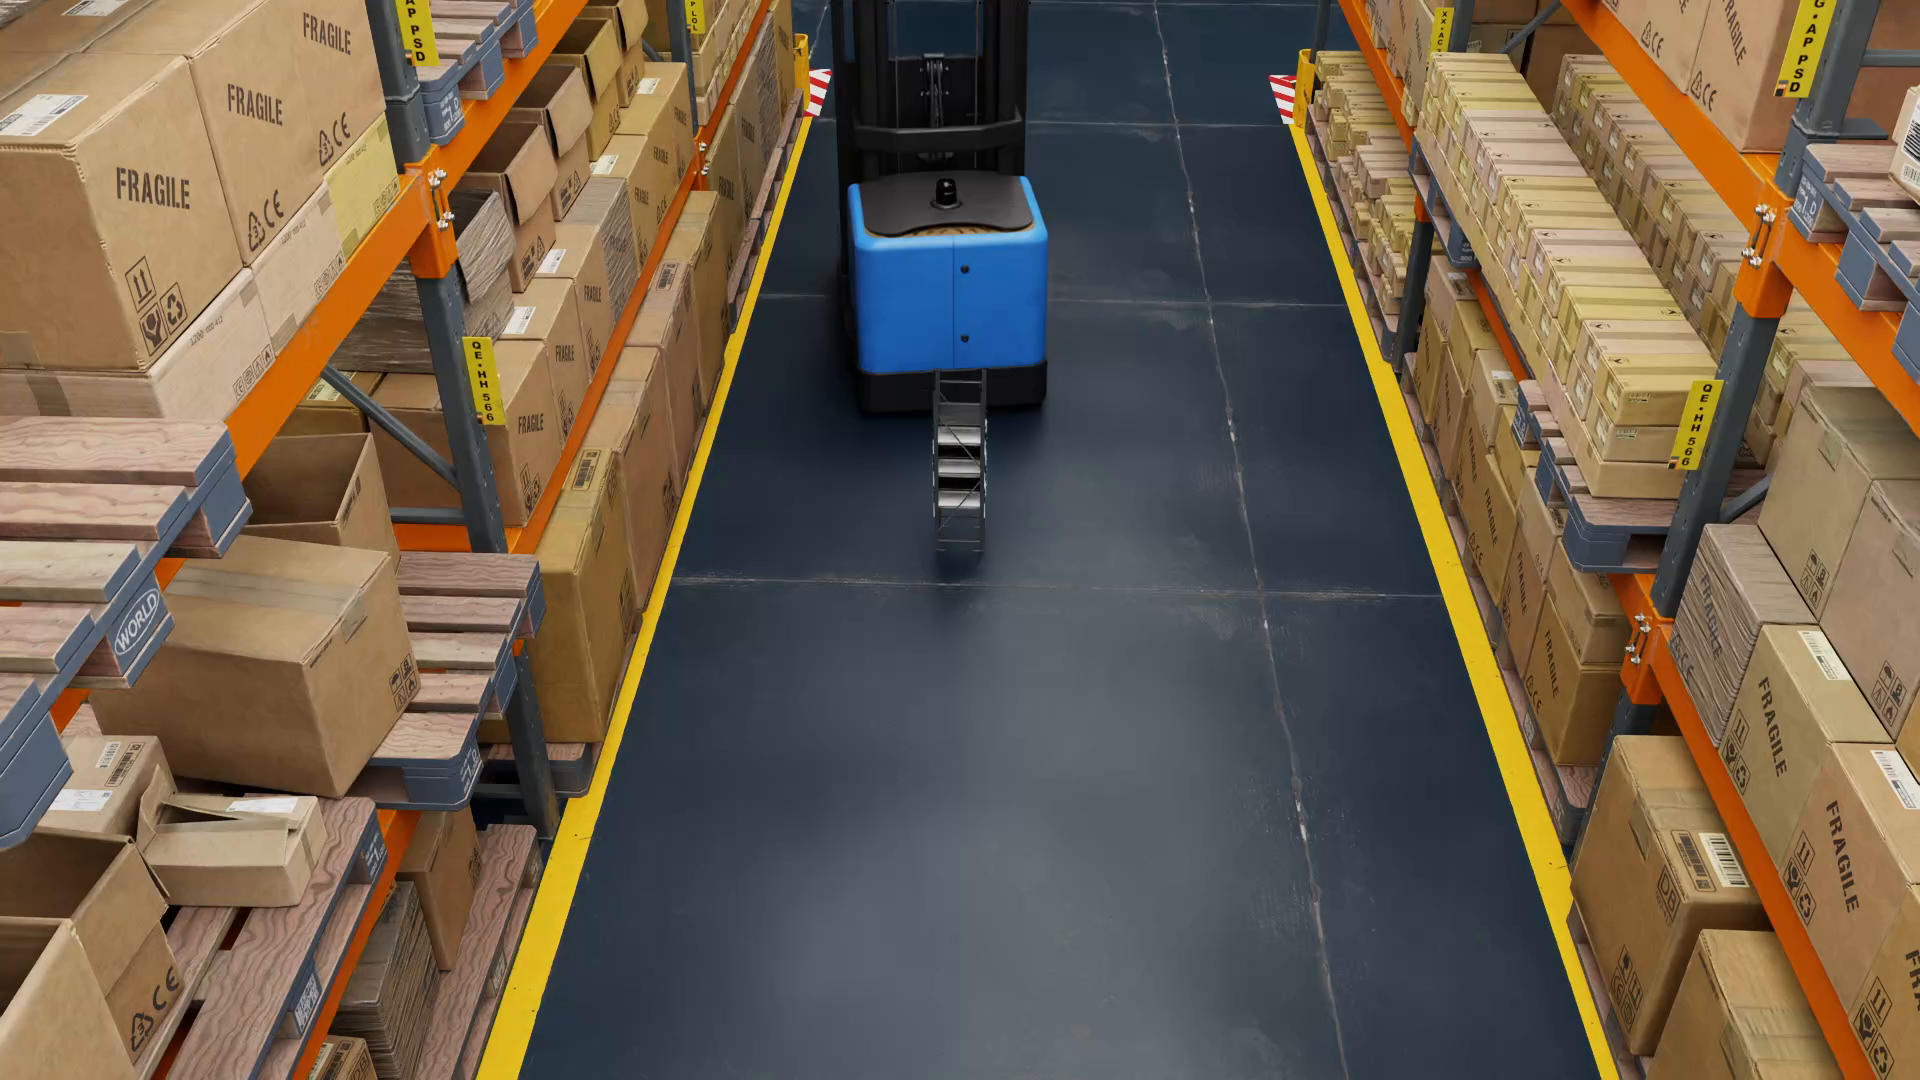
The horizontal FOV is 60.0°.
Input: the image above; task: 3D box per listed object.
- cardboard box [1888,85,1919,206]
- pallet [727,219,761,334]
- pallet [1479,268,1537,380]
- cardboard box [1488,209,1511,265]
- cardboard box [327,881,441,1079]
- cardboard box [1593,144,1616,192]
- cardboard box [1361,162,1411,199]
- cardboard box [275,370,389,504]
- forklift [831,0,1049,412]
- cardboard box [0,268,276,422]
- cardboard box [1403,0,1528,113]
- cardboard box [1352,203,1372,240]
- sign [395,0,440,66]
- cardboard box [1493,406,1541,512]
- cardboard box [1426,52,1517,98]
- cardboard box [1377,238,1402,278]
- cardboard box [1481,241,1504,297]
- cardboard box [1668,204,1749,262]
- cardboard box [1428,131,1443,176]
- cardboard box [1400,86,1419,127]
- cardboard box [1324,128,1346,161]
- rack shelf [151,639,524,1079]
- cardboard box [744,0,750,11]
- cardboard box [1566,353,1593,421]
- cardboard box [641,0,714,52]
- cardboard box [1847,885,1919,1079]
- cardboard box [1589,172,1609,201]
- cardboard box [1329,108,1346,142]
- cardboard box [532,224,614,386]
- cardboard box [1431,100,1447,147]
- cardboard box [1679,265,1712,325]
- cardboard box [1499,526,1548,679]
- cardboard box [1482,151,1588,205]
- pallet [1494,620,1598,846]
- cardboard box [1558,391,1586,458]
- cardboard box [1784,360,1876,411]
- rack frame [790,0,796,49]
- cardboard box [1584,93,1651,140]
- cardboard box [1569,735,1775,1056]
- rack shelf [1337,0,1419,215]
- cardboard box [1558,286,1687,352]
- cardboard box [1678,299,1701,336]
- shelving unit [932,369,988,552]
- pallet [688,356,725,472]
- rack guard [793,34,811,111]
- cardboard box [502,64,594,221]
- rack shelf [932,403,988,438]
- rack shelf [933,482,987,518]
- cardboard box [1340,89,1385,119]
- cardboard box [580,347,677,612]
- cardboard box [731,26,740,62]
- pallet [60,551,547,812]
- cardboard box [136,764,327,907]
[{"bbox_3d":[2.603,-0.903,3.943,0.500,0.311,0.500,1,35,2],"label":"cardboard box"},{"bbox_3d":[-1.831,-1.676,10.451,1.003,0.211,1.213,1,35,2],"label":"pallet"},{"bbox_3d":[2.890,-0.971,7.189,1.003,0.211,1.213,1,35,2],"label":"pallet"},{"bbox_3d":[2.476,-1.285,7.065,0.380,0.149,0.250,1,35,1],"label":"cardboard box"},{"bbox_3d":[-2.117,1.464,5.350,0.700,0.500,0.500,-1,35,-2],"label":"cardboard box"},{"bbox_3d":[3.165,-1.715,7.677,0.380,0.149,0.250,0,35,0],"label":"cardboard box"},{"bbox_3d":[2.747,-2.264,10.460,0.380,0.149,0.250,0,35,0],"label":"cardboard box"},{"bbox_3d":[-2.328,-0.414,6.143,0.500,0.500,0.500,2,35,3],"label":"cardboard box"},{"bbox_3d":[-0.194,-2.732,9.588,1.130,2.935,3.031,-4,35,-5],"label":"forklift"},{"bbox_3d":[-1.904,-0.397,3.727,0.500,0.250,0.500,2,35,3],"label":"cardboard box"},{"bbox_3d":[2.749,-2.656,9.075,0.500,0.500,0.500,1,35,2],"label":"cardboard box"},{"bbox_3d":[2.729,-2.042,10.661,0.380,0.149,0.250,1,35,2],"label":"cardboard box"},{"bbox_3d":[-1.558,-1.508,4.729,0.100,0.325,0.005,1,35,2],"label":"sign"},{"bbox_3d":[2.663,-0.348,7.293,0.500,0.250,0.500,2,35,3],"label":"cardboard box"},{"bbox_3d":[2.537,-2.306,8.258,0.380,0.149,0.250,3,35,4],"label":"cardboard box"},{"bbox_3d":[2.706,-1.680,9.887,0.380,0.149,0.250,0,35,0],"label":"cardboard box"},{"bbox_3d":[2.476,-1.167,7.155,0.380,0.149,0.250,0,35,0],"label":"cardboard box"},{"bbox_3d":[3.115,-1.239,6.741,0.380,0.149,0.250,2,35,3],"label":"cardboard box"},{"bbox_3d":[2.531,-1.903,8.202,0.380,0.149,0.250,2,35,3],"label":"cardboard box"},{"bbox_3d":[2.691,-2.426,9.312,0.380,0.149,0.250,0,35,1],"label":"cardboard box"},{"bbox_3d":[2.780,-2.779,11.710,0.380,0.149,0.250,2,35,2],"label":"cardboard box"},{"bbox_3d":[-2.181,1.360,4.332,1.077,0.370,4.000,1,35,2],"label":"rack shelf"},{"bbox_3d":[-1.591,-3.572,10.596,0.500,0.250,0.500,1,35,2],"label":"cardboard box"},{"bbox_3d":[2.425,-0.549,6.017,0.380,0.149,0.250,3,35,4],"label":"cardboard box"},{"bbox_3d":[-1.665,-3.018,9.155,0.500,0.500,0.500,1,35,2],"label":"cardboard box"},{"bbox_3d":[2.503,1.168,3.892,0.500,0.500,0.500,1,35,1],"label":"cardboard box"},{"bbox_3d":[3.162,-1.609,7.784,0.380,0.149,0.250,0,35,-1],"label":"cardboard box"},{"bbox_3d":[2.788,-2.895,11.617,0.380,0.149,0.250,2,35,3],"label":"cardboard box"},{"bbox_3d":[-1.773,-0.988,6.960,0.500,0.500,0.500,1,35,1],"label":"cardboard box"},{"bbox_3d":[2.528,-2.035,8.131,0.380,0.149,0.250,1,35,1],"label":"cardboard box"},{"bbox_3d":[3.109,-0.972,6.619,0.380,0.149,0.250,1,35,2],"label":"cardboard box"},{"bbox_3d":[2.641,0.258,7.083,0.500,0.500,0.500,3,35,4],"label":"cardboard box"},{"bbox_3d":[2.486,-1.563,7.201,0.380,0.149,0.250,3,35,4],"label":"cardboard box"},{"bbox_3d":[2.884,0.781,6.955,1.003,0.211,1.213,1,35,2],"label":"pallet"},{"bbox_3d":[2.424,-0.416,6.087,0.380,0.149,0.250,1,35,2],"label":"cardboard box"},{"bbox_3d":[3.064,-0.487,5.670,0.380,0.149,0.250,1,35,2],"label":"cardboard box"},{"bbox_3d":[-1.779,-4.680,12.300,1.000,3.000,0.127,1,35,2],"label":"rack frame"},{"bbox_3d":[3.169,-1.983,7.799,0.380,0.149,0.250,0,35,0],"label":"cardboard box"},{"bbox_3d":[2.737,1.186,5.546,1.050,0.750,0.750,1,35,1],"label":"cardboard box"},{"bbox_3d":[3.092,-3.064,10.626,1.077,0.370,4.000,1,35,2],"label":"rack shelf"},{"bbox_3d":[2.436,-0.810,6.130,0.380,0.149,0.250,2,35,3],"label":"cardboard box"},{"bbox_3d":[3.110,-0.849,6.703,0.380,0.149,0.250,2,35,3],"label":"cardboard box"},{"bbox_3d":[0.000,-0.373,7.998,0.258,0.900,0.210,1,35,2],"label":"shelving unit"},{"bbox_3d":[-1.895,-0.796,9.198,1.003,0.211,1.213,1,35,2],"label":"pallet"},{"bbox_3d":[-1.778,-3.671,13.038,1.175,0.500,0.348,1,35,2],"label":"rack guard"},{"bbox_3d":[-2.006,-1.714,7.121,0.797,0.503,0.637,2,35,3],"label":"cardboard box"},{"bbox_3d":[0.000,-0.566,7.862,0.258,0.077,0.200,1,35,2],"label":"rack shelf"},{"bbox_3d":[0.000,-0.198,8.121,0.258,0.077,0.200,1,35,2],"label":"rack shelf"},{"bbox_3d":[2.856,-3.015,11.528,0.380,0.149,0.250,0,35,0],"label":"cardboard box"},{"bbox_3d":[-2.008,-0.294,7.542,1.225,0.875,0.875,1,35,2],"label":"cardboard box"},{"bbox_3d":[-1.556,-3.041,10.187,0.380,0.149,0.250,1,35,1],"label":"cardboard box"},{"bbox_3d":[-2.023,0.407,5.229,1.213,0.211,1.003,1,35,2],"label":"pallet"},{"bbox_3d":[-1.898,0.764,4.306,0.396,0.266,0.258,0,35,1],"label":"cardboard box"}]
